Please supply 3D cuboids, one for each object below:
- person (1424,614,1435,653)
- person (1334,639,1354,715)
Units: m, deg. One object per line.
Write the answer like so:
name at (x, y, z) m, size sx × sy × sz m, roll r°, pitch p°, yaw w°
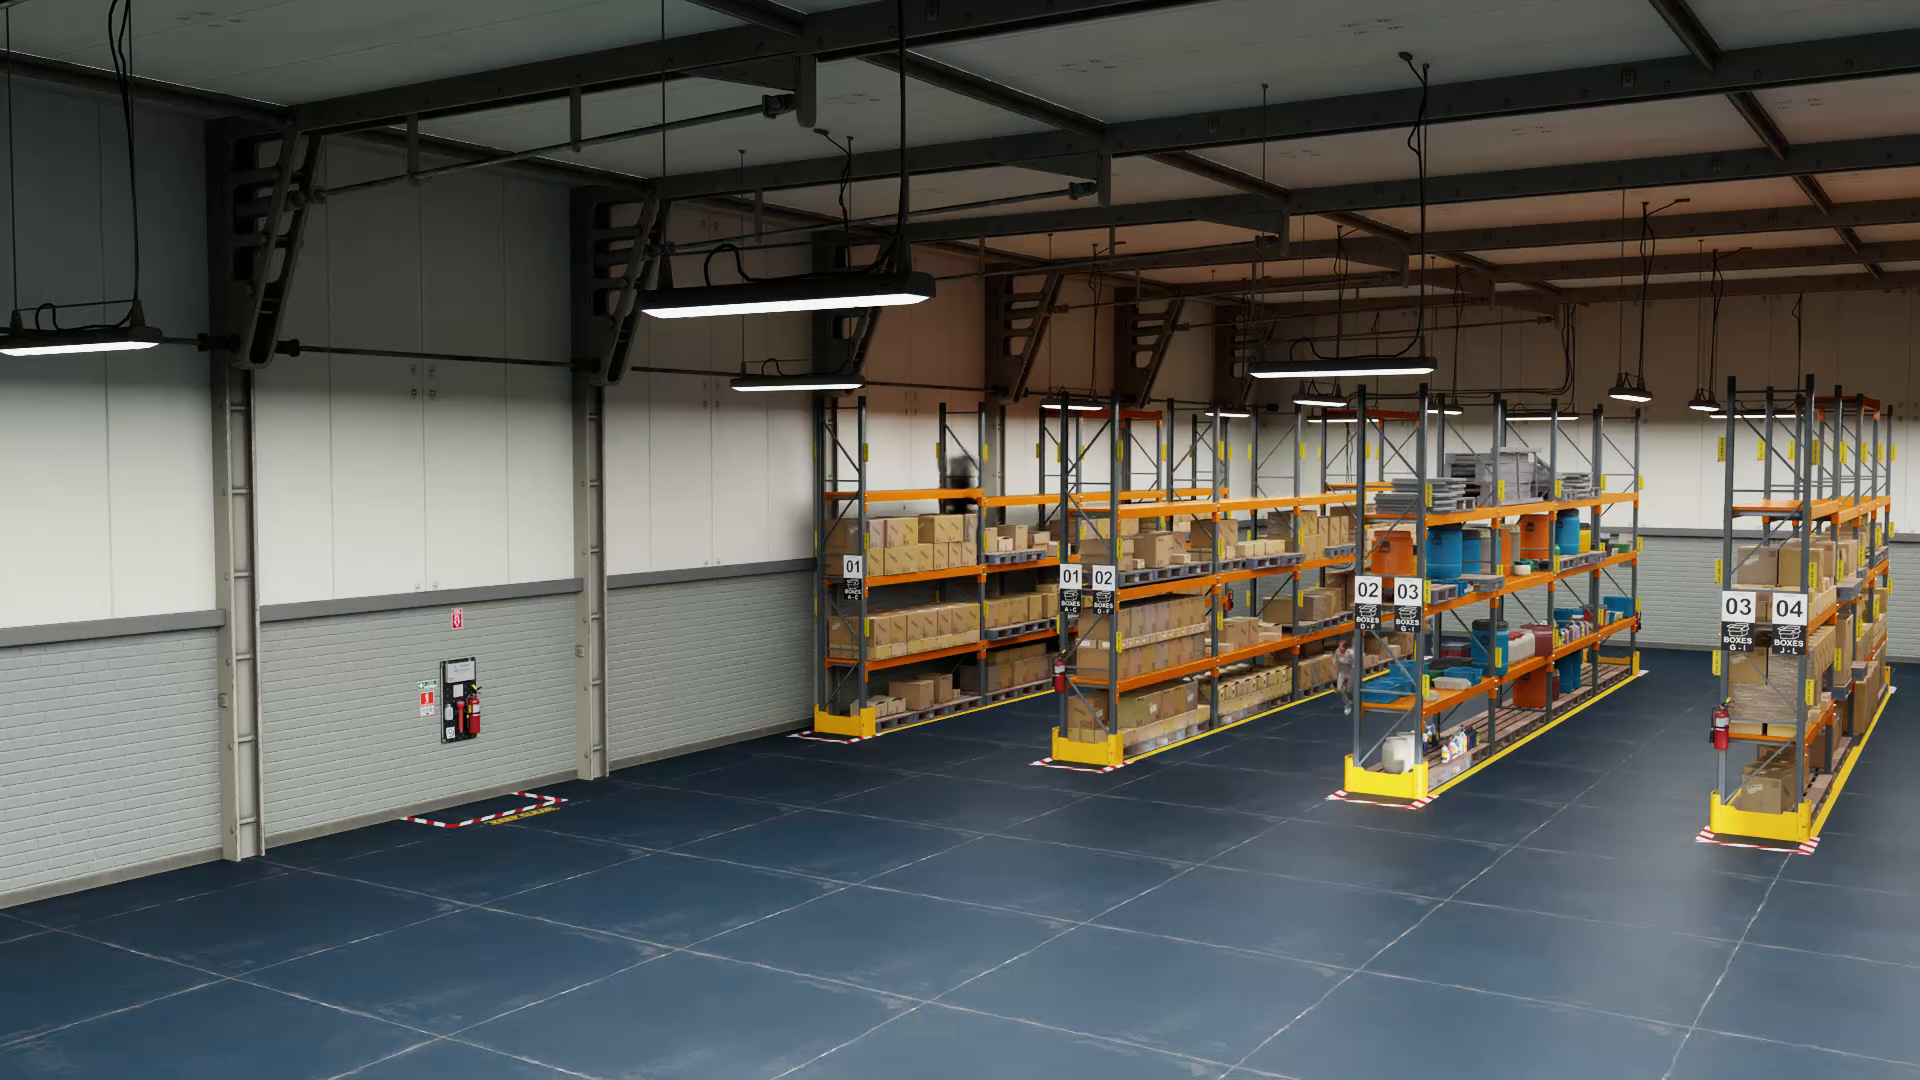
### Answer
person at (11.653, 1.979, 41.388) m, size 0.600 × 1.740 × 0.843 m, roll -1°, pitch 3°, yaw -18°
person at (7.467, 2.614, 31.993) m, size 0.527 × 1.480 × 0.902 m, roll 2°, pitch 3°, yaw 30°
